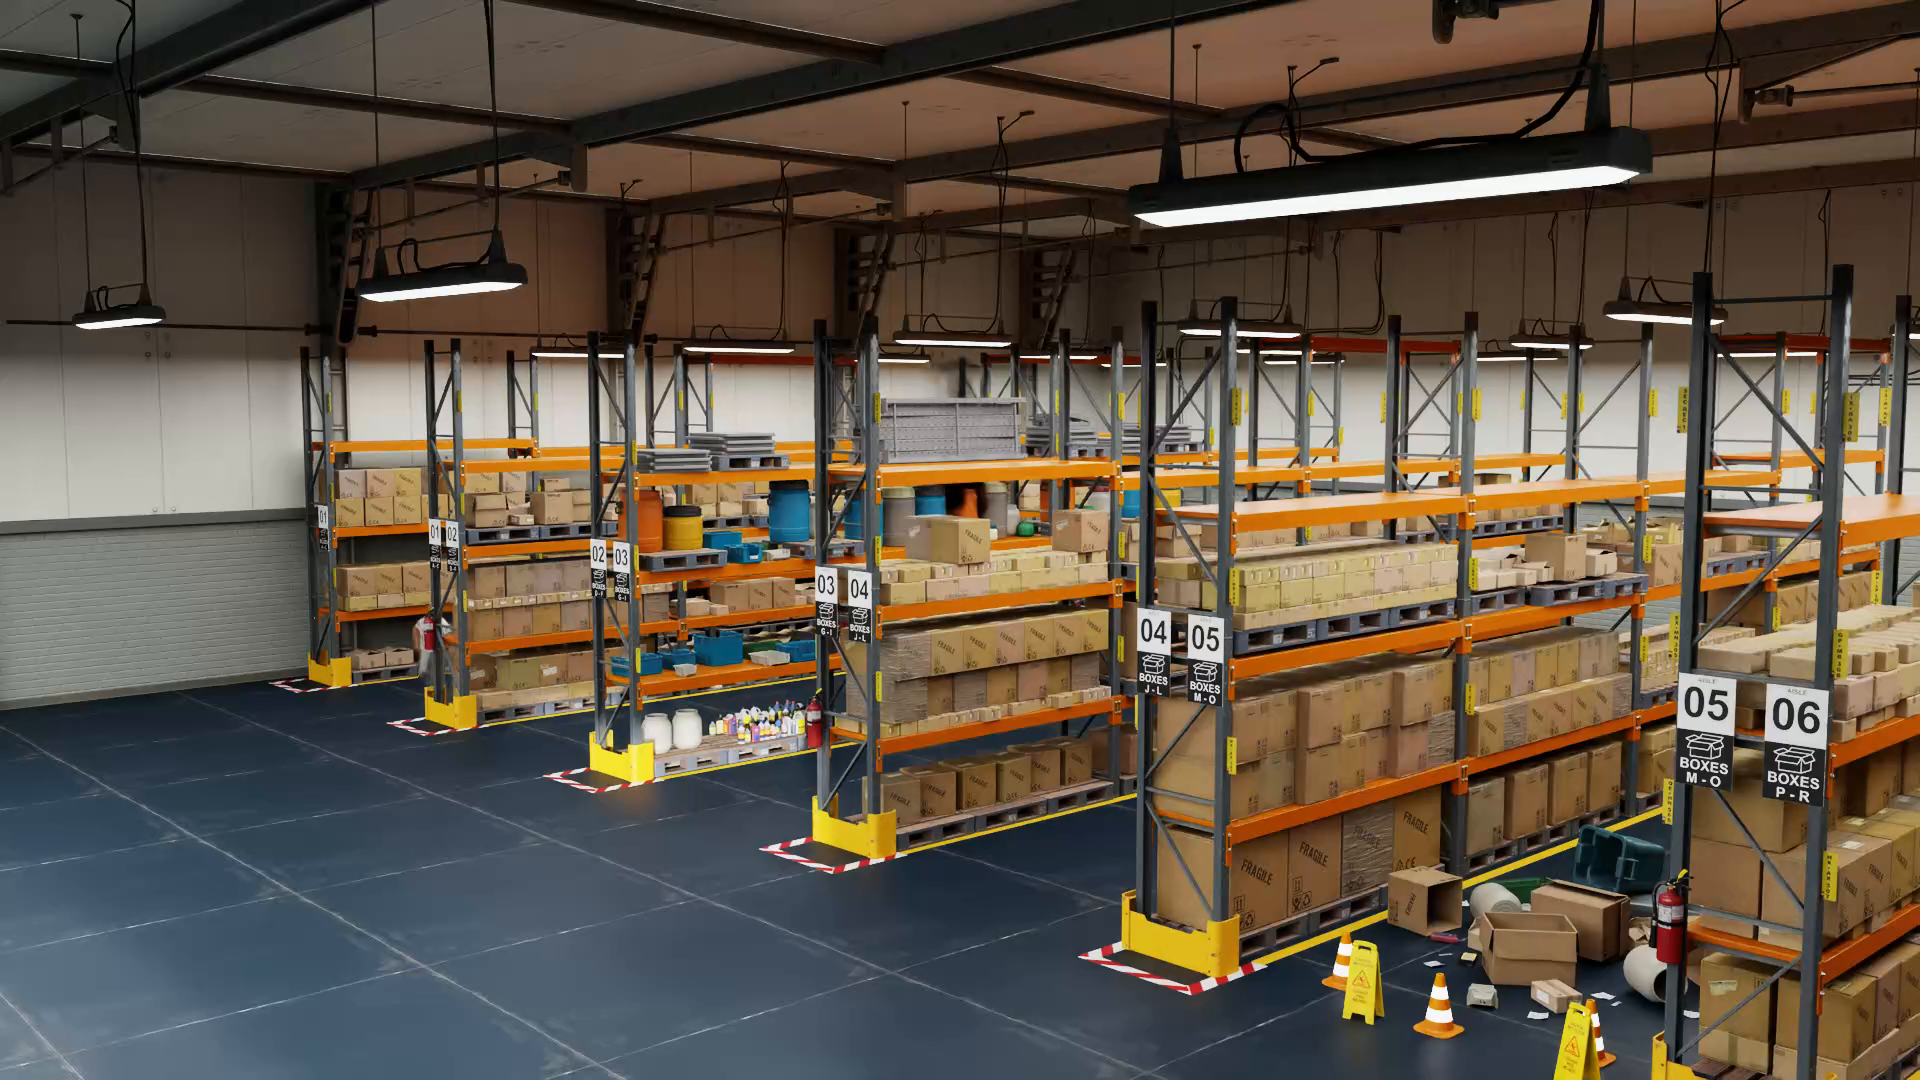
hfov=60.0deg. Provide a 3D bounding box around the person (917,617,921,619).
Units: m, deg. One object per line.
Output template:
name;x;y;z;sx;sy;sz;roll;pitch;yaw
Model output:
person;-0.861;1.446;29.167;0.723;1.756;0.590;4;7;41

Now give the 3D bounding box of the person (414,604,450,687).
person;-8.931;1.880;28.096;0.640;1.630;0.775;0;5;-4
